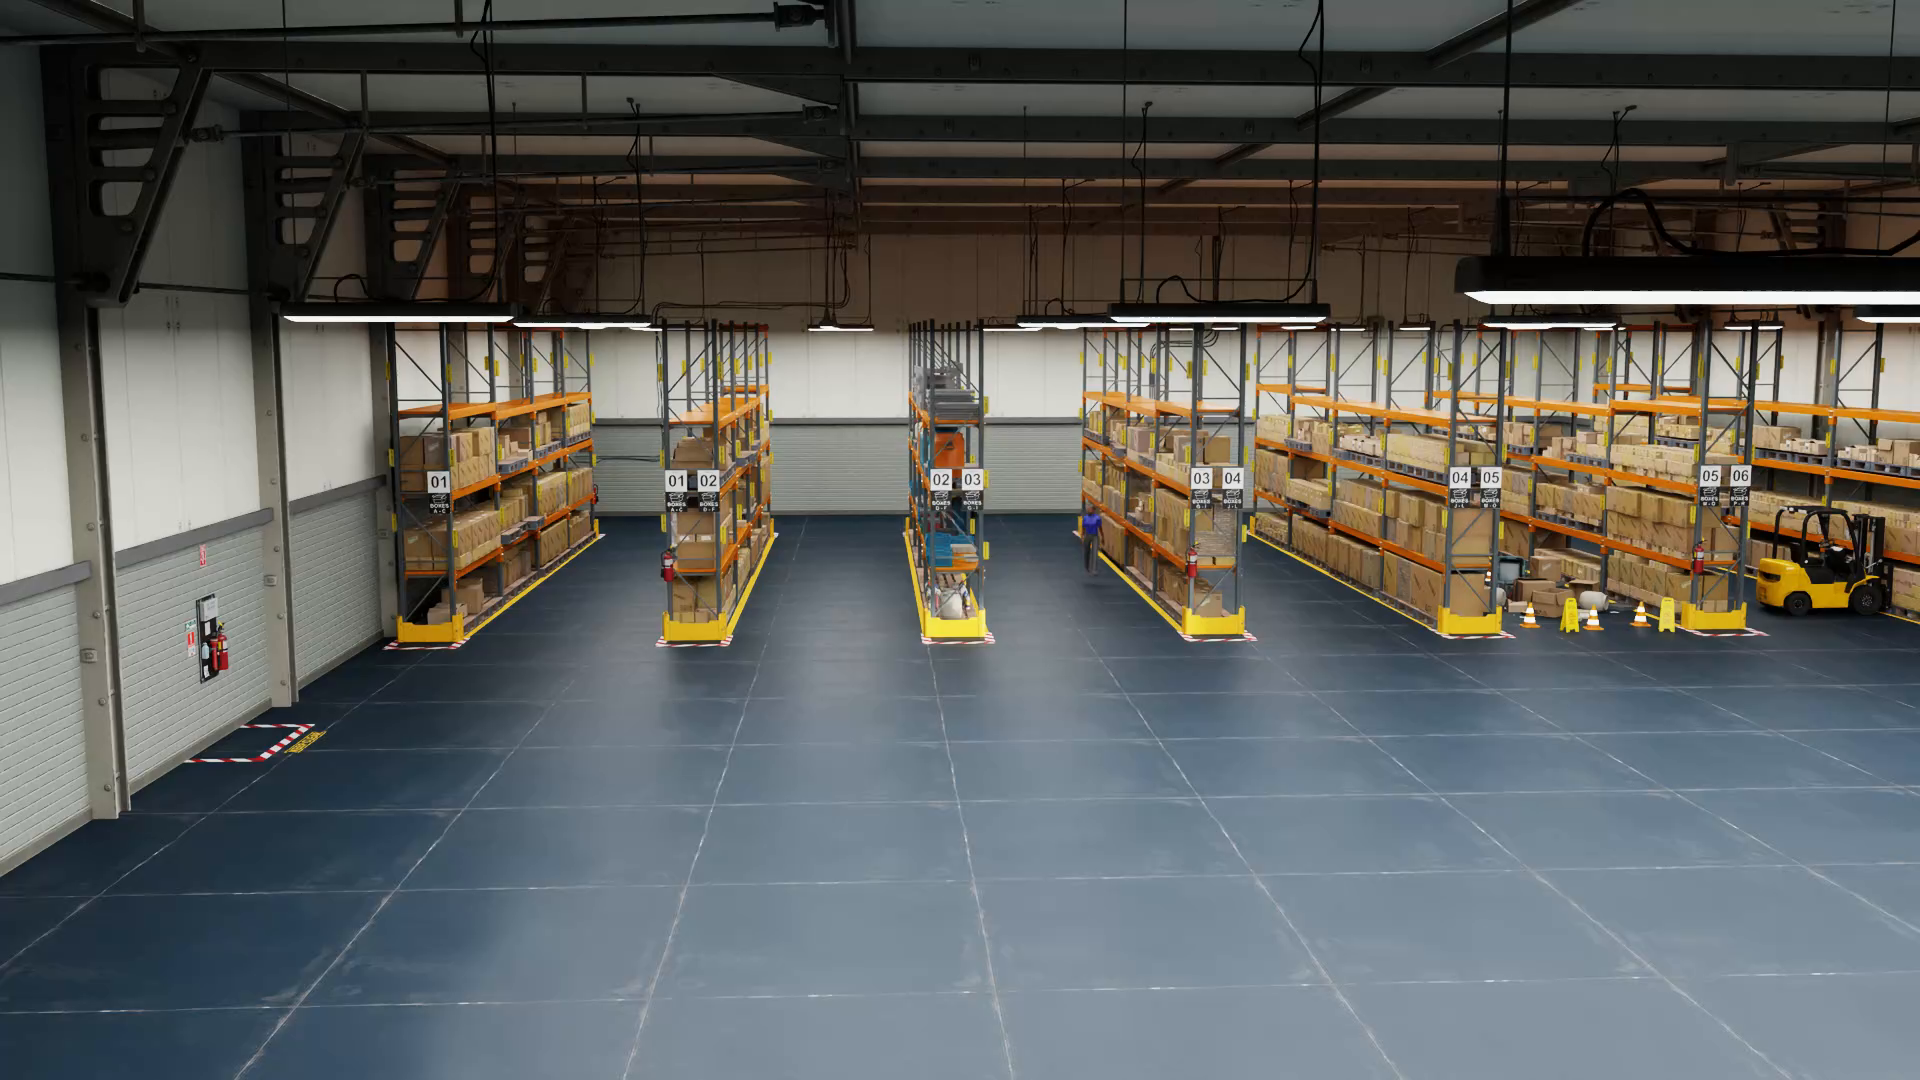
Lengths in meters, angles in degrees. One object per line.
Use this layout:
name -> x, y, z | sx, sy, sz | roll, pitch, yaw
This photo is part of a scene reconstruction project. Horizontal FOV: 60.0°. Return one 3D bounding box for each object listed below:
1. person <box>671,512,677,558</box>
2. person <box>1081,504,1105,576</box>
person -> -7.246, -0.443, 42.742 | 0.507, 1.808, 0.561 | 1, 7, 7
person -> 3.014, -0.025, 37.716 | 0.553, 1.618, 0.906 | 0, 7, 3
